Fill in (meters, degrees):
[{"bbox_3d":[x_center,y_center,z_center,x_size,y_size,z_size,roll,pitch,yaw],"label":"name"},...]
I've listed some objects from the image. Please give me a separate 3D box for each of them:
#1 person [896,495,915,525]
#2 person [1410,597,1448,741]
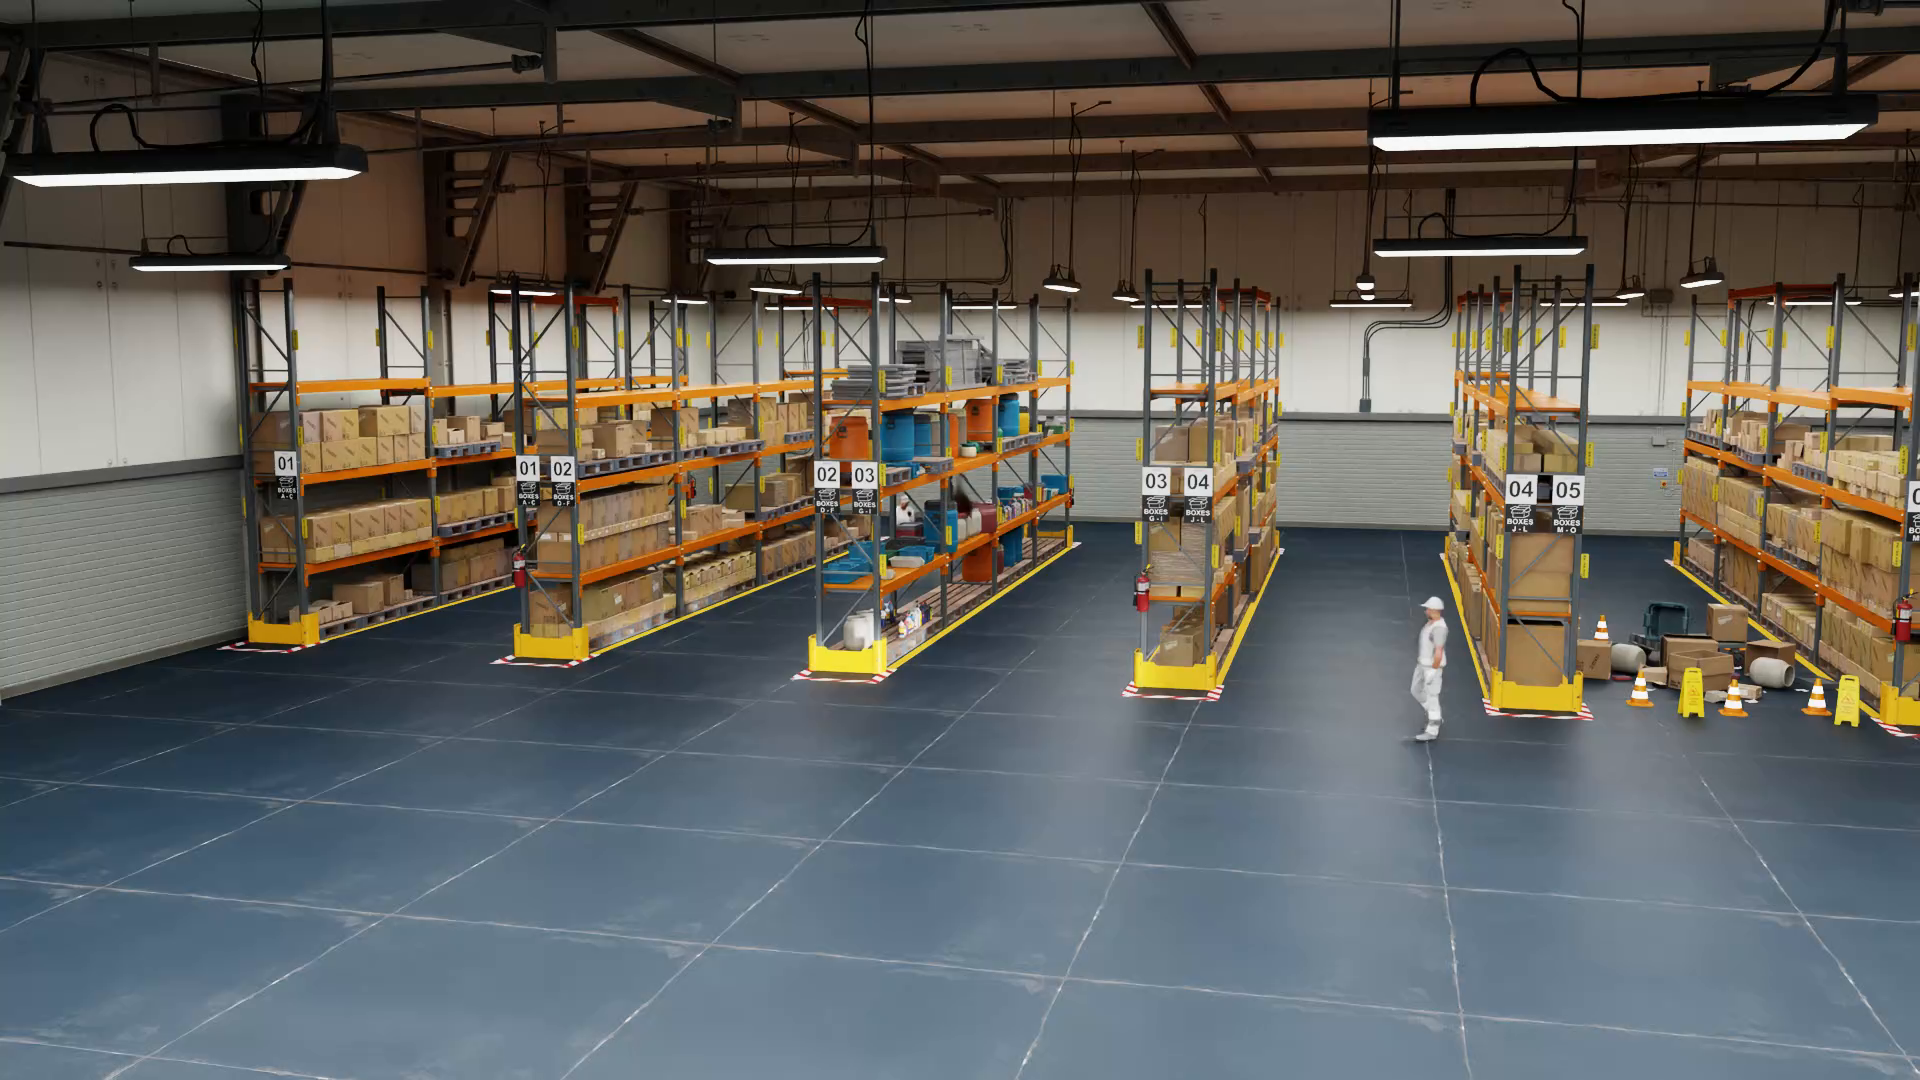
[{"bbox_3d":[-1.139,-0.093,33.360,0.492,1.616,0.921,2,7,17],"label":"person"},{"bbox_3d":[5.930,1.597,20.962,0.502,1.789,0.624,-1,7,-6],"label":"person"}]
